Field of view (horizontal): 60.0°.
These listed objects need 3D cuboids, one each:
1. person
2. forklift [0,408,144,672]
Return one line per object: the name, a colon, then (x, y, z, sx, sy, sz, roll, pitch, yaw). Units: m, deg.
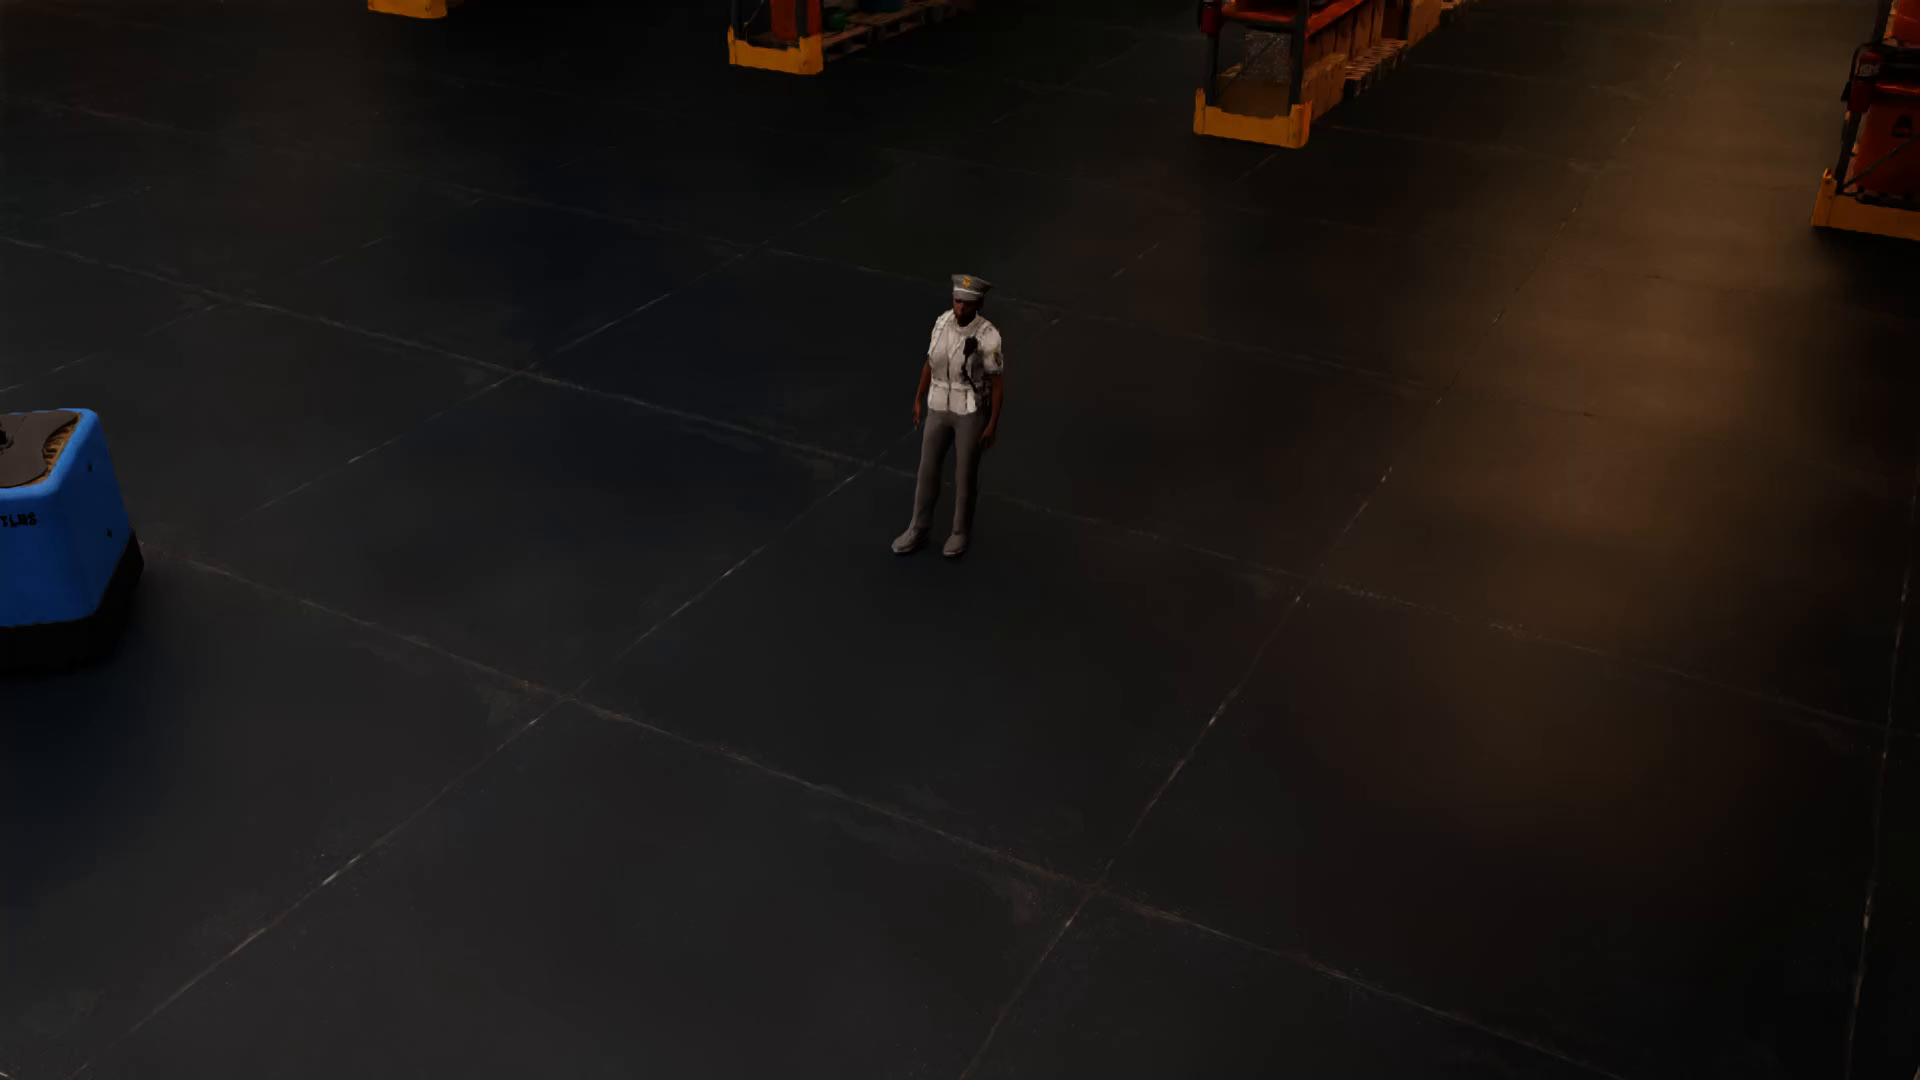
person: (-0.054, -0.712, 9.527, 0.570, 1.695, 0.529, 15, 33, 25)
forklift: (-6.104, -0.692, 8.270, 3.031, 2.935, 1.130, -6, 31, -10)
